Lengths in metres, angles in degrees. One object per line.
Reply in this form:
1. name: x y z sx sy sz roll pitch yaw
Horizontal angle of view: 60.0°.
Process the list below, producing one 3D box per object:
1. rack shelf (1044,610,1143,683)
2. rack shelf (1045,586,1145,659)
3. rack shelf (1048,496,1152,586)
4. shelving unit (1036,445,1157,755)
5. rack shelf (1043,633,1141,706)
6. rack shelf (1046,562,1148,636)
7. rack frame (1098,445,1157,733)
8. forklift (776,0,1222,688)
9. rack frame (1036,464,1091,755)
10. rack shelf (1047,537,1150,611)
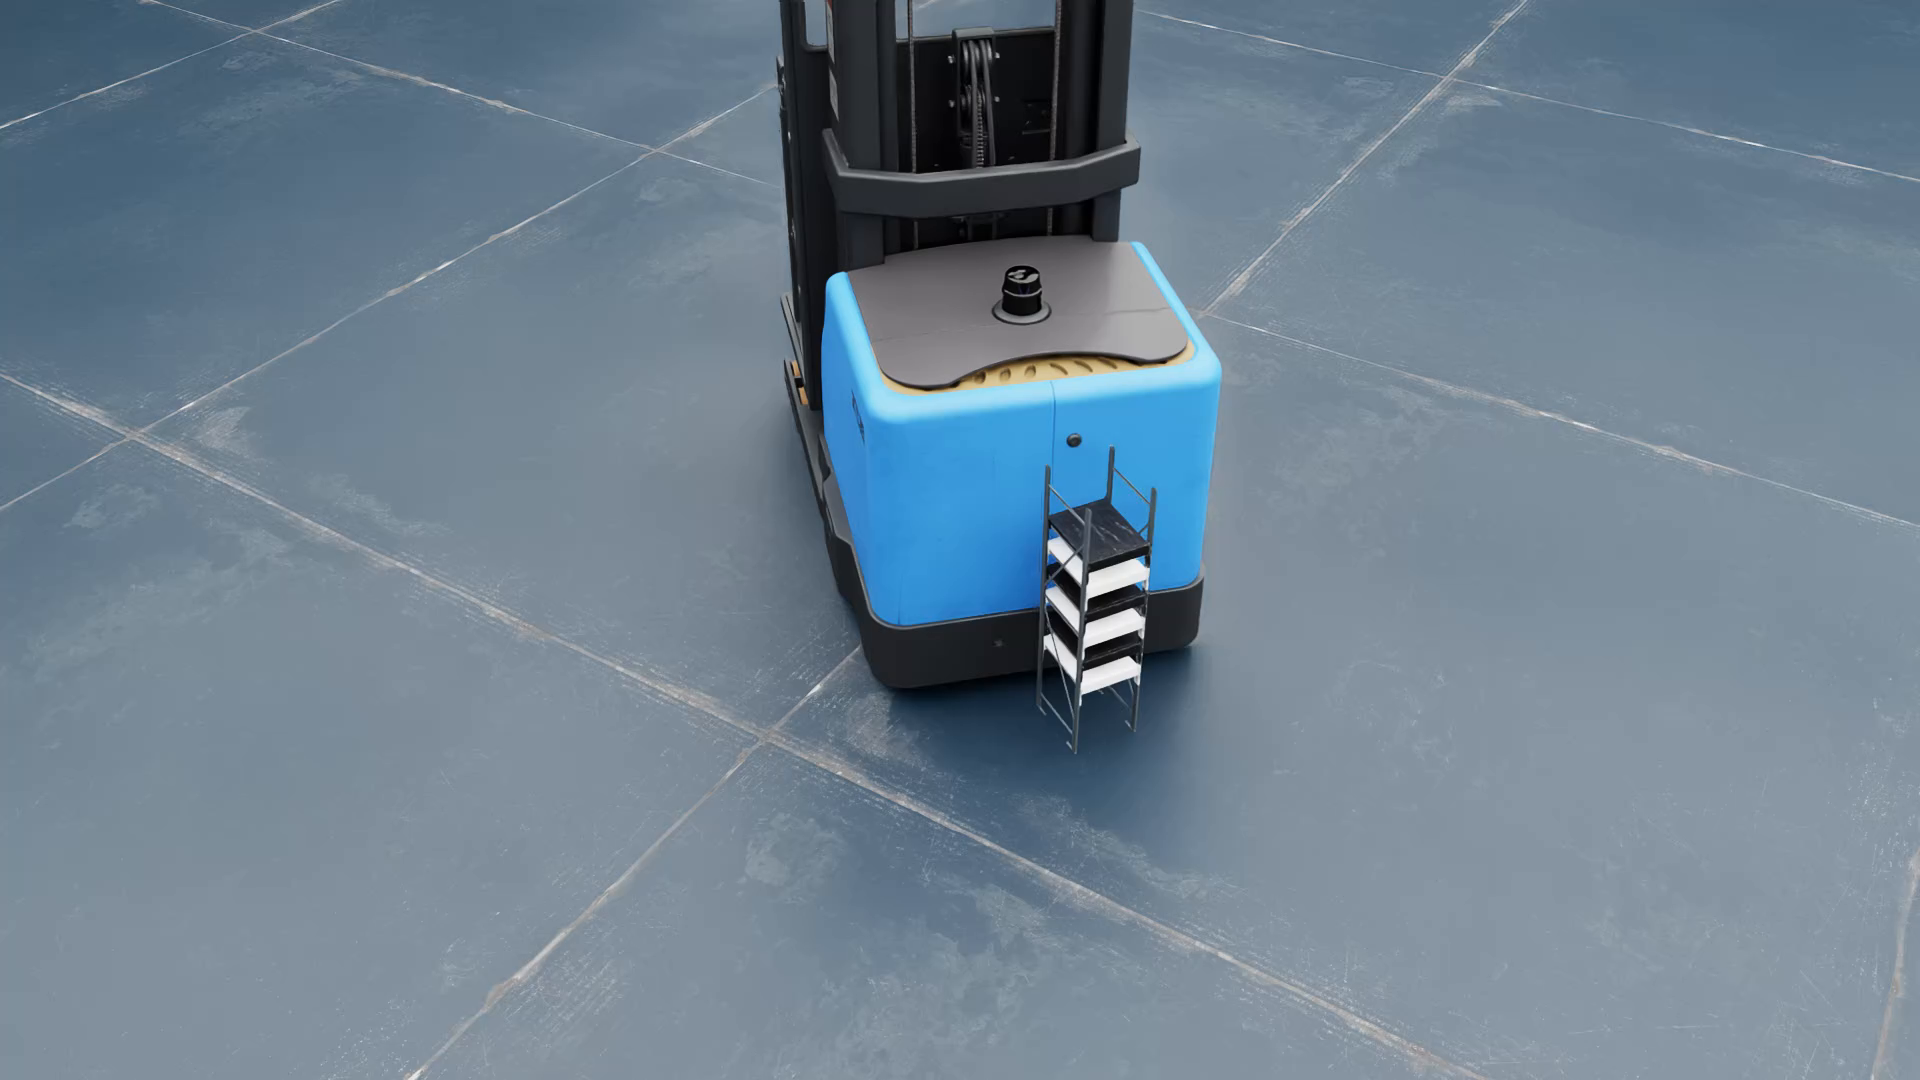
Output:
1. rack shelf: 0.380 0.284 4.846 0.200 0.077 0.258 -17 41 -21
2. rack shelf: 0.380 0.212 4.791 0.200 0.077 0.258 -17 41 -21
3. rack shelf: 0.381 -0.001 4.626 0.200 0.077 0.258 -17 41 -21
4. shelving unit: 0.380 0.186 4.771 0.210 0.900 0.258 -17 41 -21
5. rack shelf: 0.380 0.355 4.902 0.200 0.077 0.258 -17 41 -21
6. rack shelf: 0.381 0.141 4.736 0.200 0.077 0.258 -17 41 -21
7. rack frame: 0.471 0.158 4.807 0.006 0.900 0.240 -17 41 -21
8. forklift: -0.060 -1.612 5.440 1.130 2.935 3.031 -8 38 -10
9. rack frame: 0.290 0.214 4.735 0.006 0.900 0.240 -17 41 -21
10. rack shelf: 0.381 0.070 4.681 0.200 0.077 0.258 -17 41 -21
